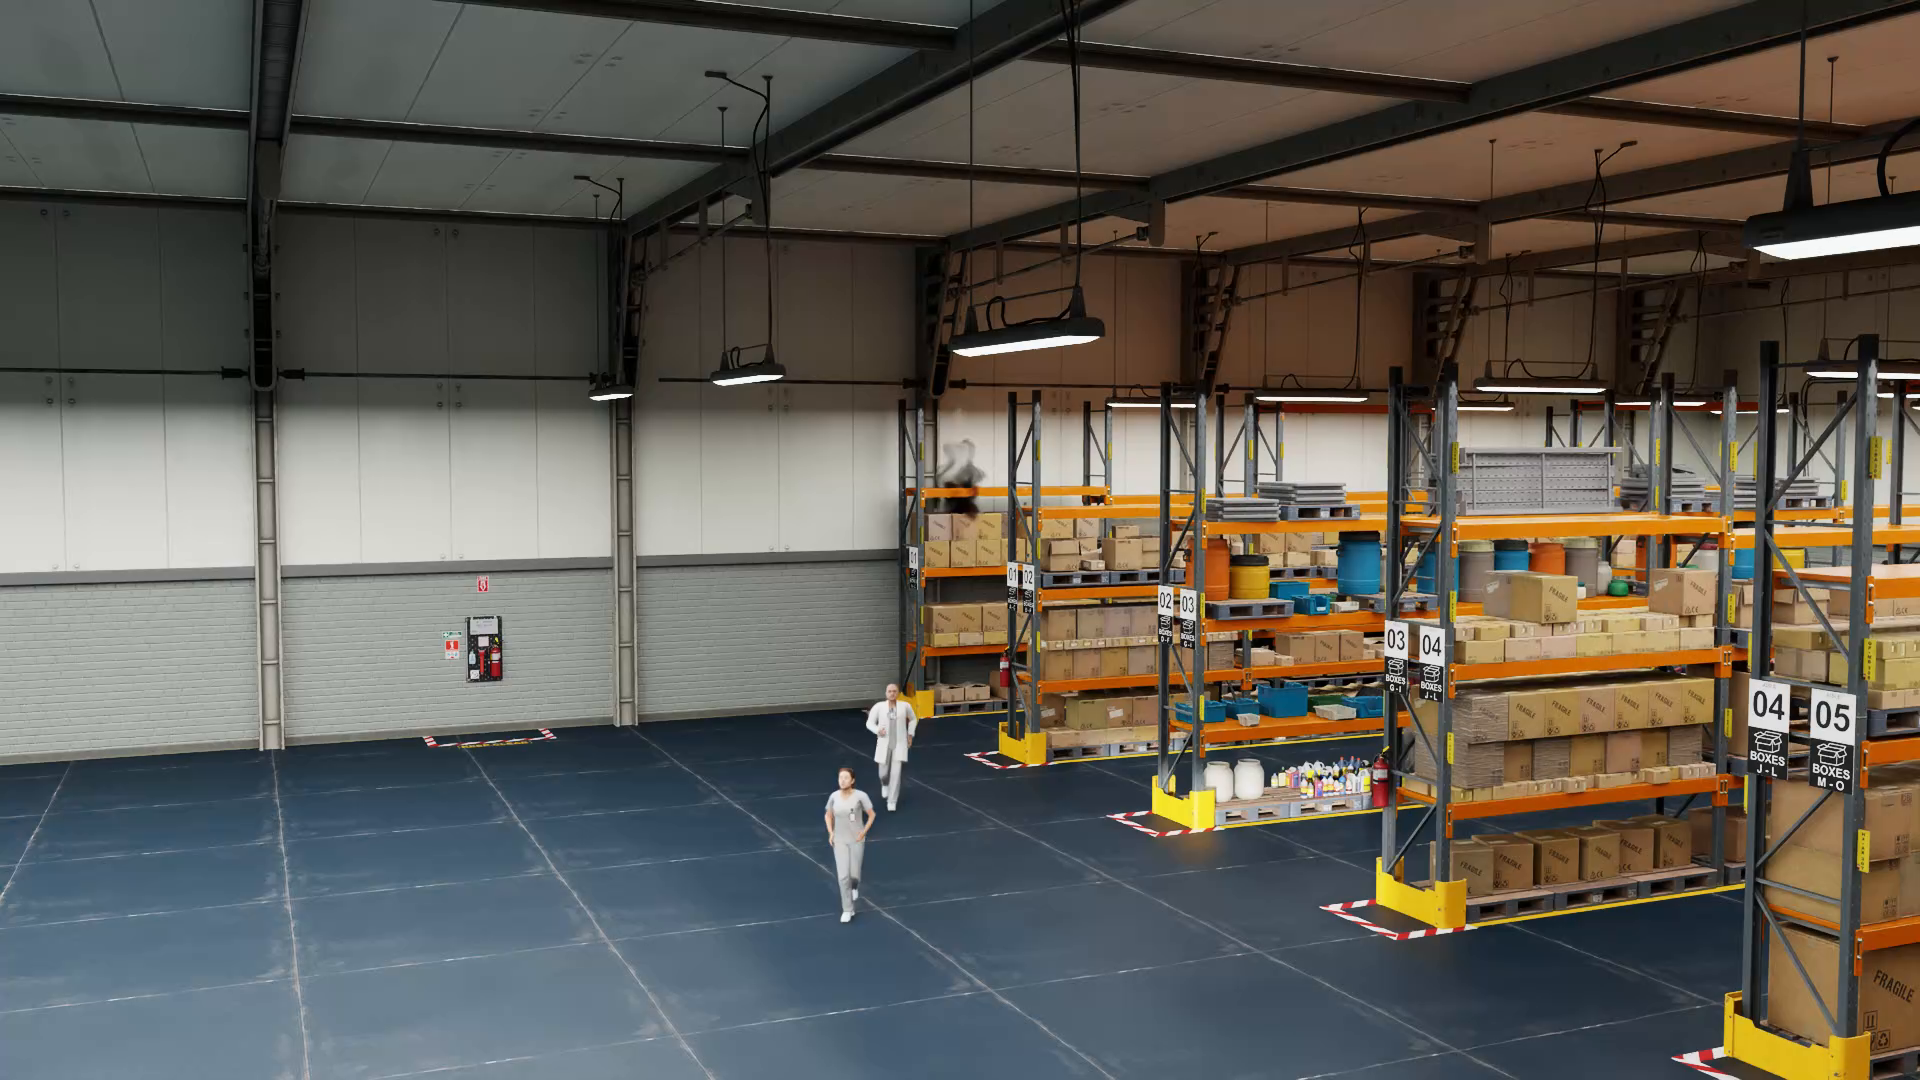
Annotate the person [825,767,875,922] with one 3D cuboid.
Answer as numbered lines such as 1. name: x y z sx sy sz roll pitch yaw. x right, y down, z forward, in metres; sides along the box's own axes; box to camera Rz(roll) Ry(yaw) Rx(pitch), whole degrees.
1. person: -1.207 3.290 18.157 0.564 1.646 0.627 0 3 7

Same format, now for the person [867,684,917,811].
1. person: -0.964 2.904 23.544 0.718 1.746 0.834 0 3 -3

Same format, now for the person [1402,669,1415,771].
1. person: 7.163 2.755 26.404 0.783 1.867 0.683 -1 4 -22
